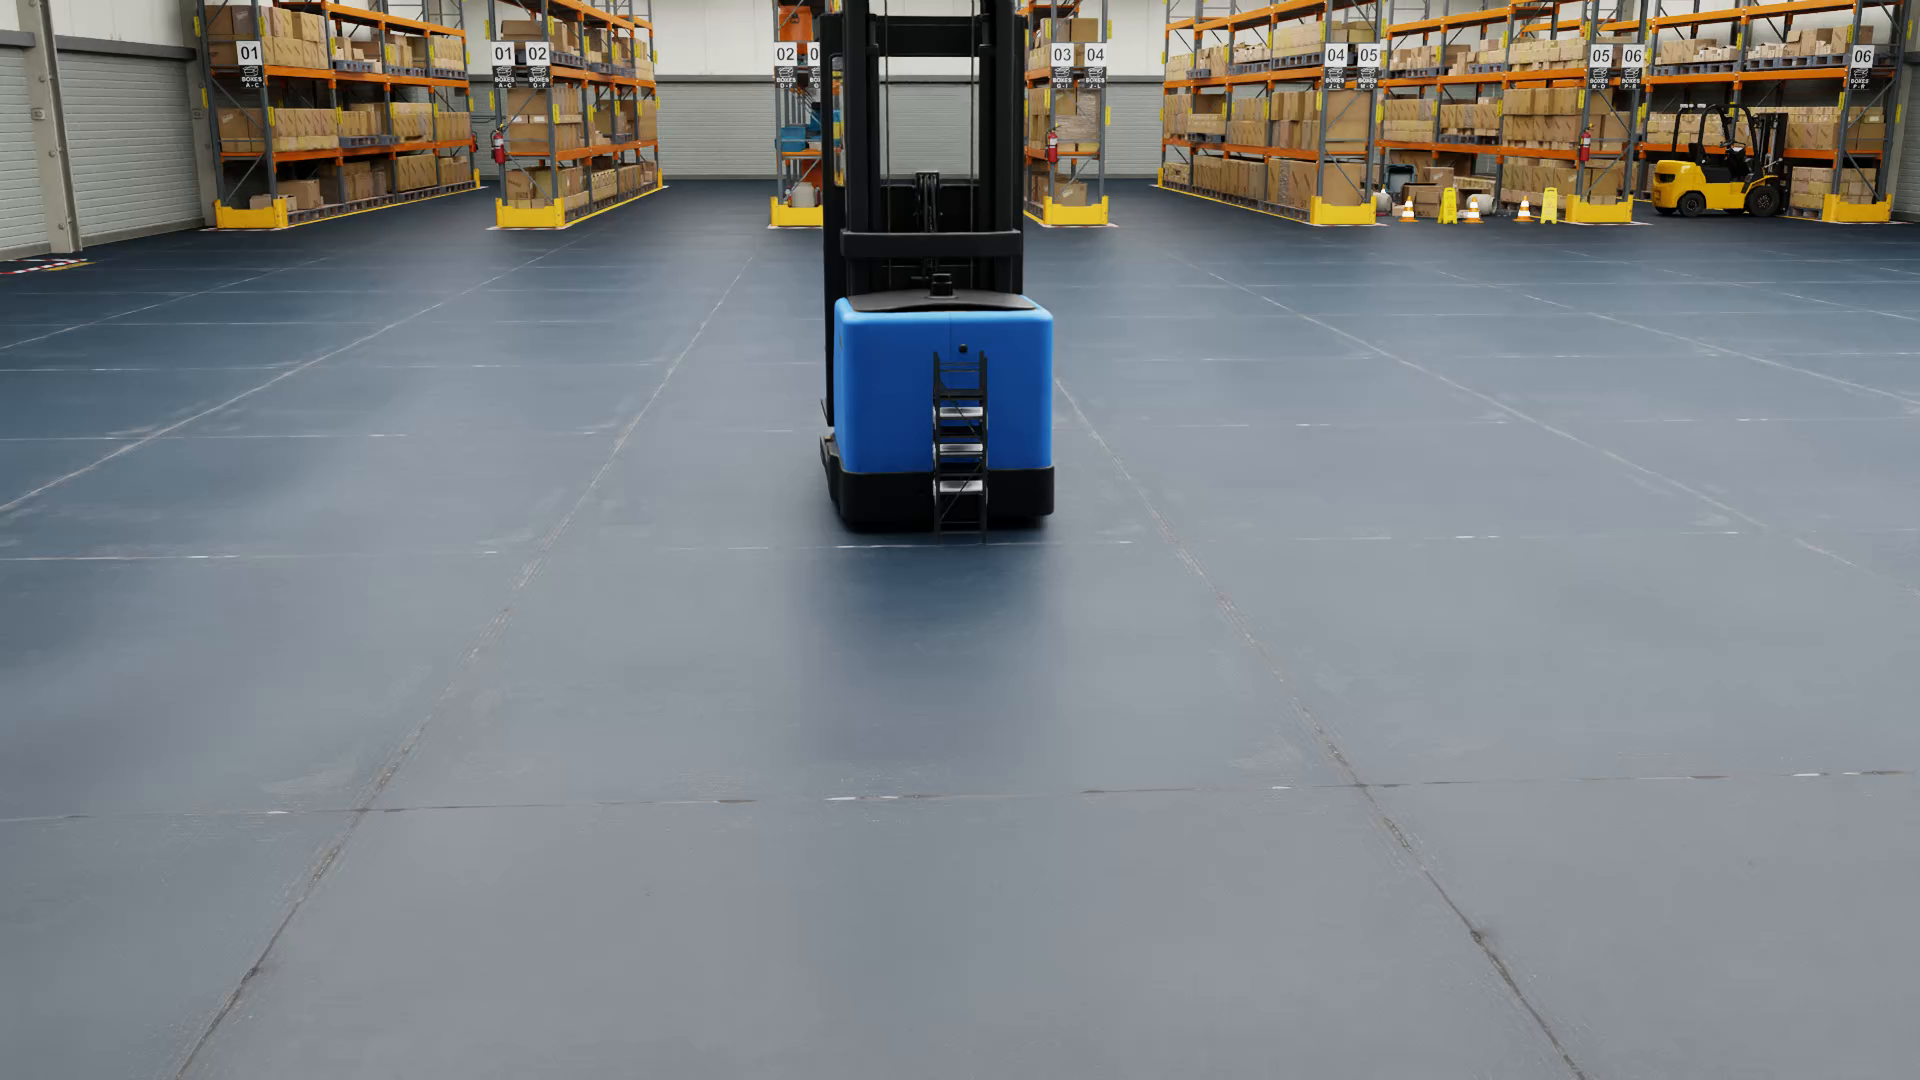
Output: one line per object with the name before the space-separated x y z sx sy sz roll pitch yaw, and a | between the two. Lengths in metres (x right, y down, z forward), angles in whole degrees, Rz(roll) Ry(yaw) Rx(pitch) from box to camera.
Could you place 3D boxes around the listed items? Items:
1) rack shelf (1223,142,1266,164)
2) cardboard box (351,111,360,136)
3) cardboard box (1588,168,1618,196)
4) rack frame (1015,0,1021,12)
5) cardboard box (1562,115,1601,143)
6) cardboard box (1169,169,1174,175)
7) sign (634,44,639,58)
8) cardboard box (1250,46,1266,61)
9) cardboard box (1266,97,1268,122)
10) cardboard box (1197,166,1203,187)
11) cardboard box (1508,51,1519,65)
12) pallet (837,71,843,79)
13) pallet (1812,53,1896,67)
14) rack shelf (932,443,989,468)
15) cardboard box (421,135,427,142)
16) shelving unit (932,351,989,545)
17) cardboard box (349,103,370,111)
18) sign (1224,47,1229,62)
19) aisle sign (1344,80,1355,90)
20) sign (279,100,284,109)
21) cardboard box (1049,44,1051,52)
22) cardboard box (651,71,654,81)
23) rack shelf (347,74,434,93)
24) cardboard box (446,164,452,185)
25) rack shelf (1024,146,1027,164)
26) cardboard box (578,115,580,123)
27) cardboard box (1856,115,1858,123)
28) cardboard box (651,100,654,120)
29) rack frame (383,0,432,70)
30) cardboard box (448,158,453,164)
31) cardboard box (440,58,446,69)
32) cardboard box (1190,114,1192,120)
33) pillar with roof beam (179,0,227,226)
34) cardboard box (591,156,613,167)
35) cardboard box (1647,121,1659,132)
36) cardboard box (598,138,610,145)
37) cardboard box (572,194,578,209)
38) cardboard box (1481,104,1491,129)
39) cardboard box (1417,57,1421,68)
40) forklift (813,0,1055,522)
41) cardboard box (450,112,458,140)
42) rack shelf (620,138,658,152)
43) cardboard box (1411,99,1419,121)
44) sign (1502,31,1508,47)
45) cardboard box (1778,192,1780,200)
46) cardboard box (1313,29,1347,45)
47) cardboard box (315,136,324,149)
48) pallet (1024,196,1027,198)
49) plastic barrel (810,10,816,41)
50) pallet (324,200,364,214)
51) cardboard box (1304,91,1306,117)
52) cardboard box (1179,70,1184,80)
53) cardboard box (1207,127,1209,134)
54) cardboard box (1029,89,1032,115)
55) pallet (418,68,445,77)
rack shelf | 6.722 -8.475 36.390 1.077 0.370 4.000 -1 14 -3
cardboard box | -13.040 -8.736 34.877 0.700 0.500 0.500 1 14 4
cardboard box | 12.252 -6.879 31.911 0.500 0.500 0.500 -1 14 -5
rack frame | 1.145 -14.164 45.019 1.000 3.000 0.127 -1 14 -3
cardboard box | 11.719 -7.756 31.354 0.500 0.500 0.500 -1 14 -4
cardboard box | 5.850 -9.949 44.956 0.380 0.149 0.250 0 14 -2
sign | -7.941 -12.016 40.858 0.100 0.325 0.005 -1 14 -3
cardboard box | 6.517 -10.420 35.620 0.500 0.311 0.500 -1 14 -5
cardboard box | 6.809 -8.982 34.709 0.700 0.500 0.500 -1 14 -4
cardboard box | 6.165 -8.989 41.117 0.500 0.500 0.500 0 14 -1
cardboard box | 11.534 -9.838 33.928 0.500 0.250 0.500 -1 14 -5
pallet | -3.404 -11.356 40.500 1.213 0.211 1.003 -1 14 -3
pallet | 16.964 -9.097 31.519 1.003 0.211 1.213 -1 14 -3
rack shelf | 0.000 -0.406 7.930 0.258 0.077 0.200 -1 14 -3
cardboard box | -13.049 -9.651 39.980 0.380 0.149 0.250 -1 14 -3
shelving unit | 0.000 -0.438 7.922 0.258 0.900 0.210 -1 14 -3
cardboard box | -13.477 -9.714 37.419 0.500 0.250 0.500 0 14 -2
sign | 6.056 -11.016 37.764 0.100 0.325 0.005 -1 14 -3
aisle sign | 10.742 -12.684 46.089 0.394 0.787 0.004 -1 14 -3
sign | -13.496 -8.597 33.094 0.100 0.325 0.005 -1 14 -3
cardboard box | 1.808 -8.917 30.145 0.380 0.149 0.250 -1 14 -3
cardboard box | -8.447 -12.363 44.339 0.500 0.250 0.500 -1 14 -3
rack shelf | -13.314 -10.642 38.791 1.077 0.370 4.000 -1 14 -3
cardboard box | -13.410 -9.340 42.482 0.700 0.500 0.500 -1 14 -4
rack shelf | 1.765 -8.424 36.190 1.077 0.370 4.000 -1 14 -3
cardboard box | -7.755 -8.359 32.994 0.380 0.149 0.250 -1 14 -5
cardboard box | 17.141 -8.022 31.681 0.380 0.149 0.250 -1 14 -3
cardboard box | -8.408 -11.408 44.136 0.500 0.500 0.500 0 14 -2
rack frame | -13.438 -12.940 40.261 1.000 3.000 0.127 -1 14 -3
cardboard box | -13.254 -9.747 42.762 0.380 0.149 0.250 -1 14 -5
cardboard box | -13.235 -11.970 41.765 0.500 0.250 0.500 -1 14 -5
cardboard box | 5.939 -10.511 41.327 0.380 0.149 0.250 0 14 -2
pillar with roof beam | -9.305 -10.183 29.544 9.100 9.000 0.400 -1 14 -3
cardboard box | -8.646 -9.105 40.023 0.500 0.250 0.500 -1 14 -3
cardboard box | 16.245 -9.555 38.441 0.500 0.250 0.500 -1 14 -3
cardboard box | -7.915 -8.776 36.621 0.380 0.149 0.250 -1 14 -3
cardboard box | -7.653 -6.509 31.982 0.500 0.250 0.500 -1 14 -3
cardboard box | 11.490 -9.058 35.572 0.500 0.500 0.500 -1 14 -3
cardboard box | 11.097 -11.351 39.529 0.396 0.266 0.258 -1 14 -5
forklift | -0.231 -1.826 9.241 1.130 2.935 3.031 -2 15 -7
cardboard box | -13.550 -10.678 42.905 0.980 0.700 0.700 -2 15 -6
rack shelf | -8.618 -10.261 43.332 1.077 0.370 4.000 -1 14 -3
cardboard box | 11.175 -10.331 39.951 0.500 0.500 0.500 -1 14 -3
sign | 11.226 -10.312 34.237 0.100 0.325 0.005 -1 14 -3
cardboard box | 16.539 -6.871 33.388 0.500 0.250 0.500 0 14 -2
cardboard box | 6.784 -9.225 30.500 0.500 0.250 0.500 -1 14 -3
cardboard box | -12.542 -7.620 31.884 0.500 0.250 0.500 -1 14 -4
pallet | 1.761 -7.422 36.449 1.003 0.211 1.213 -1 14 -3
plastic barrel | -3.100 -9.848 32.413 0.600 0.901 0.708 -1 14 -3
pallet | -12.992 -6.888 34.375 1.003 0.211 1.213 -1 14 -3
cardboard box | 7.084 -8.297 31.784 0.875 0.550 0.550 -1 14 -3
cardboard box | 5.999 -12.064 43.177 0.500 0.250 0.500 -1 14 -4
cardboard box | 6.067 -9.706 39.391 0.380 0.149 0.250 -1 14 -4
cardboard box | 1.663 -8.836 33.543 0.500 0.500 0.500 -1 14 -3
pallet | -13.478 -11.648 41.437 1.003 0.211 1.213 -1 14 -3
